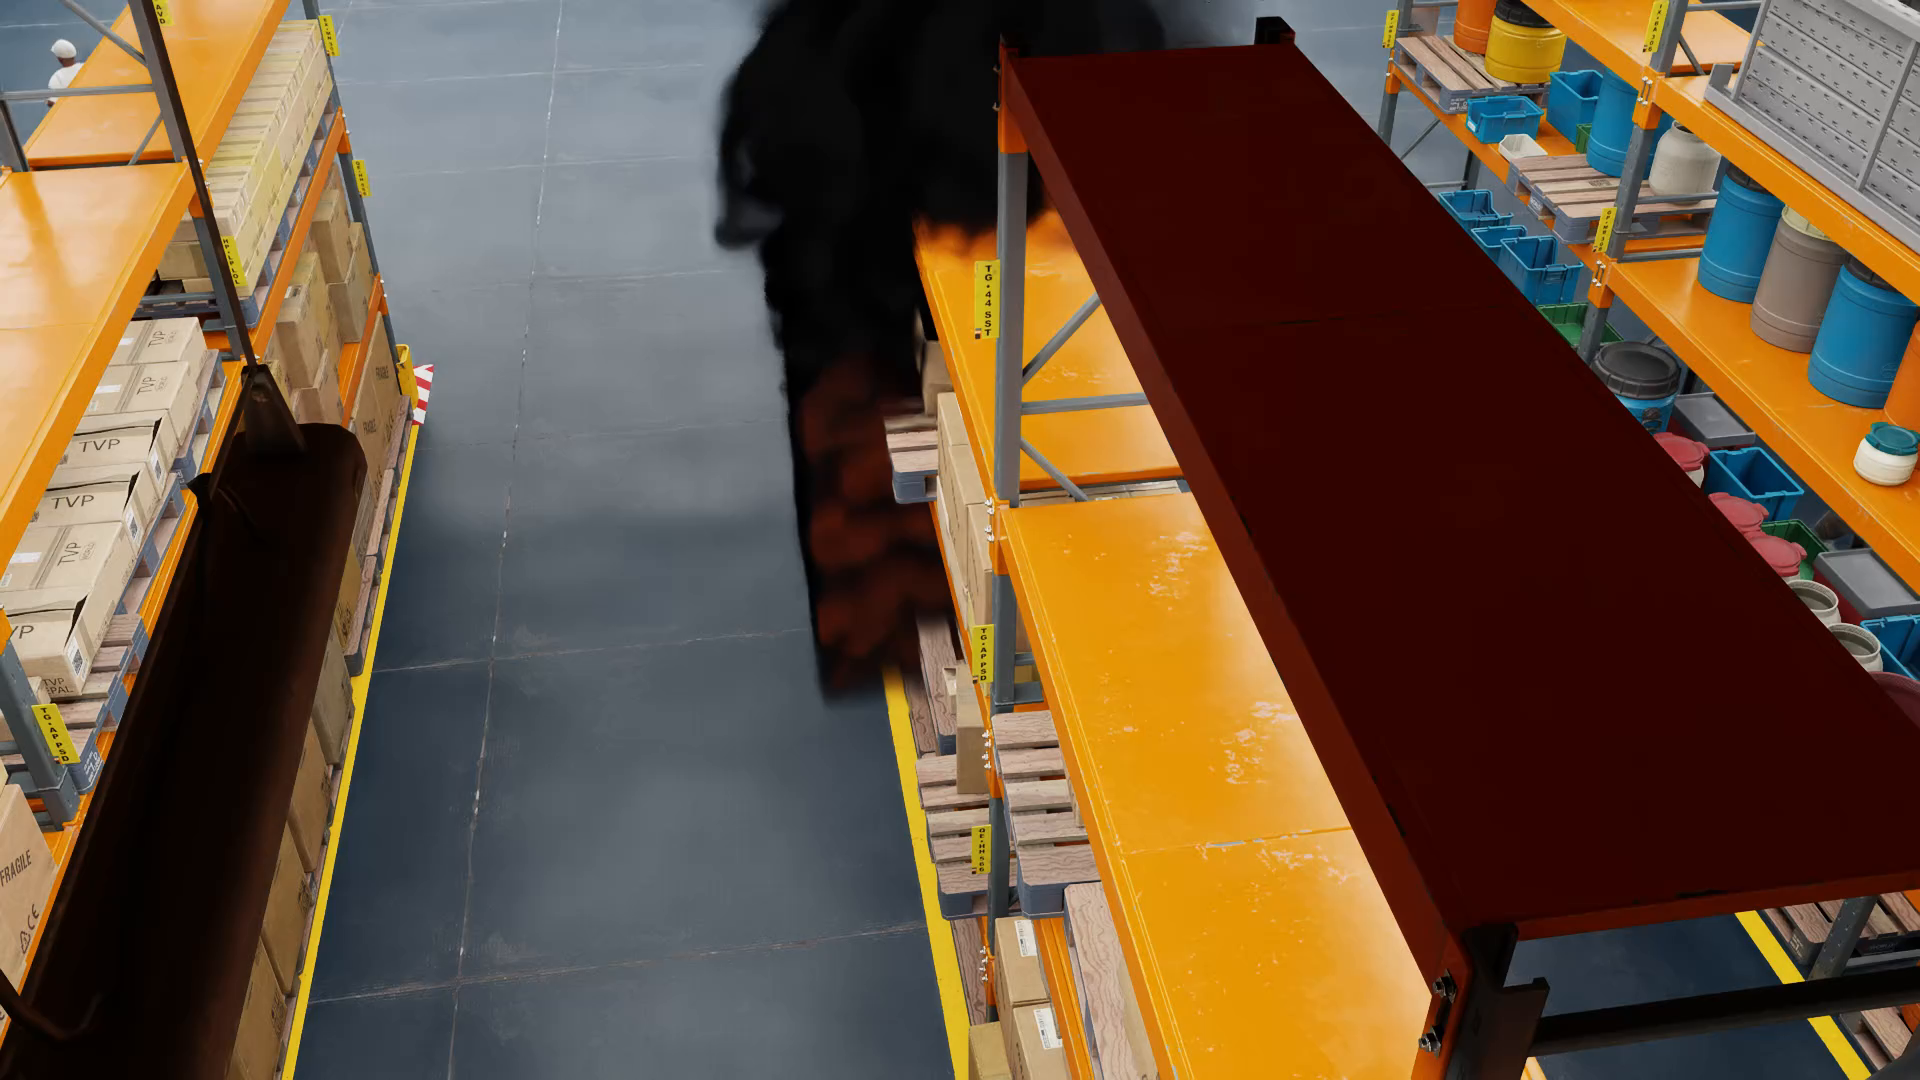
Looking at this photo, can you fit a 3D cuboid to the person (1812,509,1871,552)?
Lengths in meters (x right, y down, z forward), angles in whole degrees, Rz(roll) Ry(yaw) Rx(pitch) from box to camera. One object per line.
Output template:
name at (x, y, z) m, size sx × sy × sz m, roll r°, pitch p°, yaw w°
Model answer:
person at (6.654, -0.199, 12.240) m, size 0.637 × 1.814 × 0.710 m, roll -4°, pitch 36°, yaw -6°

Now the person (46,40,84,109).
person at (-9.561, -4.607, 18.187) m, size 0.983 × 1.758 × 0.698 m, roll 21°, pitch 41°, yaw 26°
